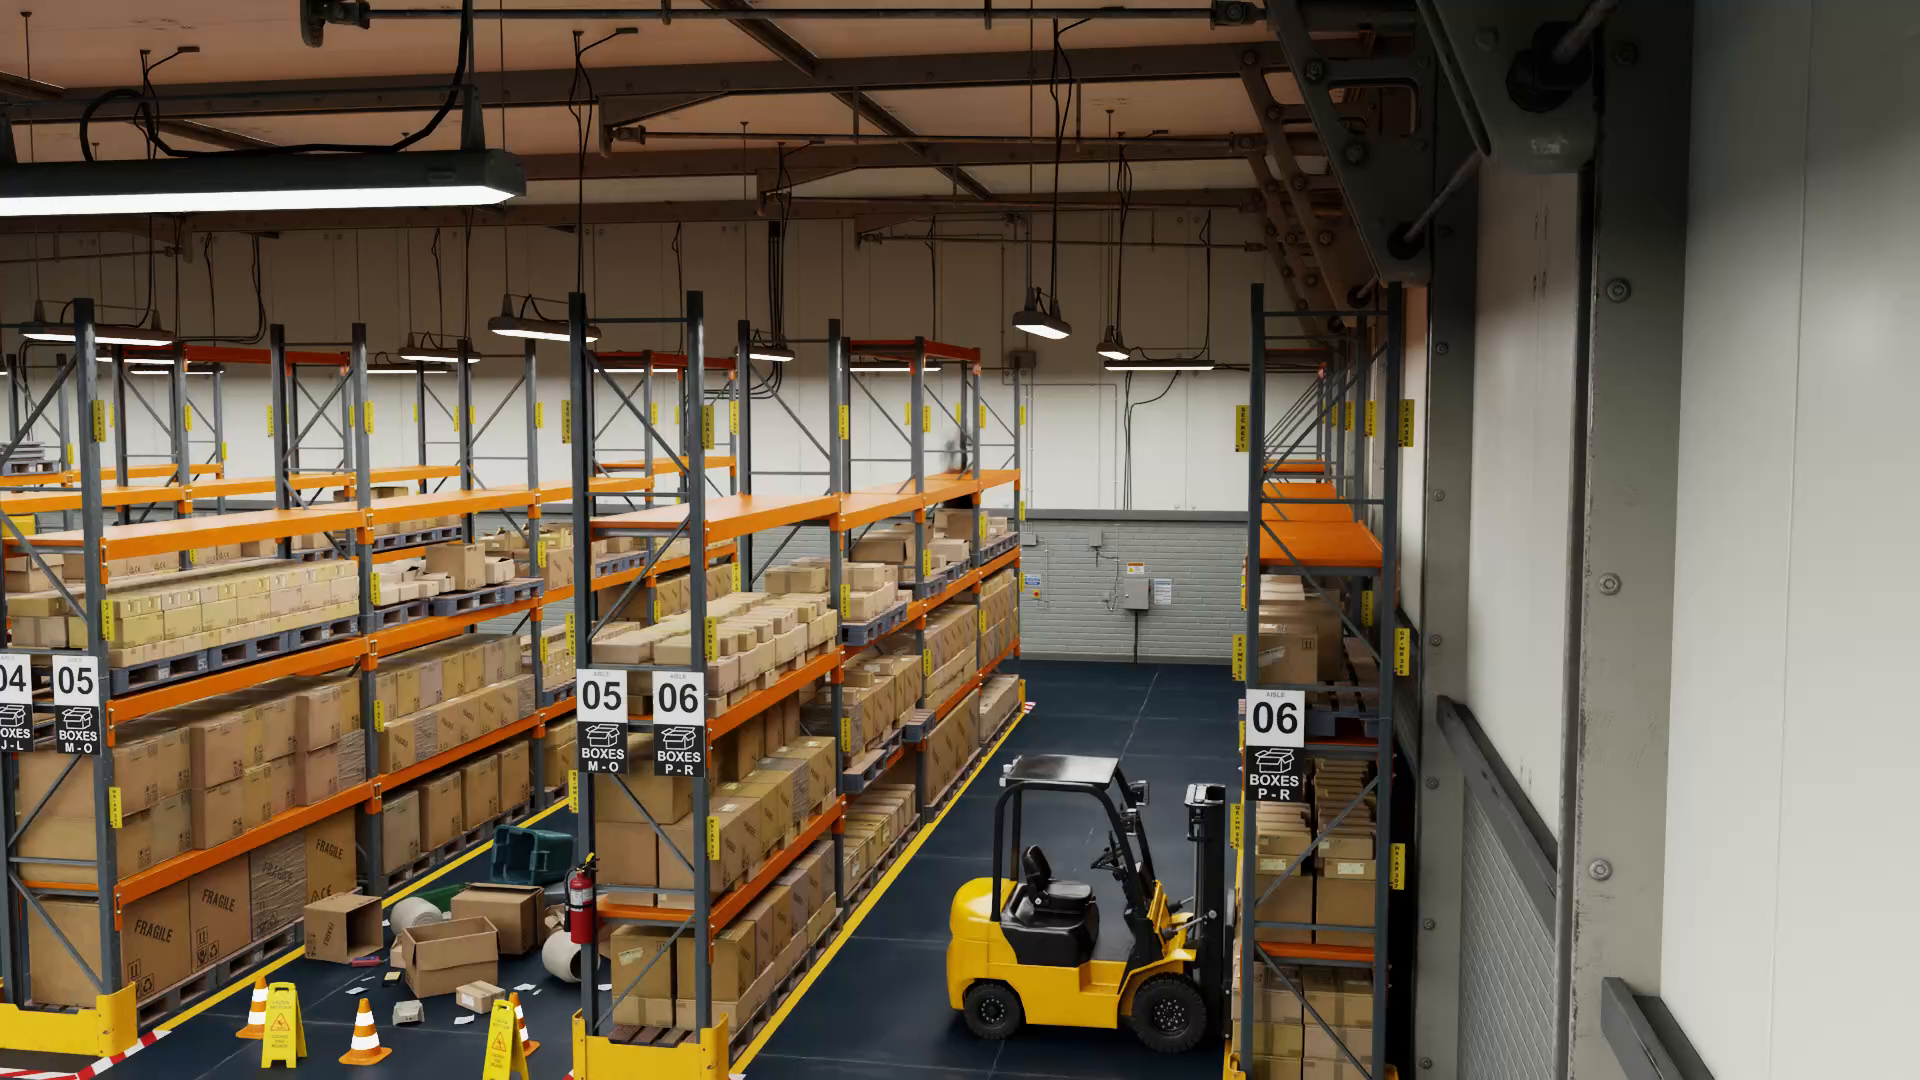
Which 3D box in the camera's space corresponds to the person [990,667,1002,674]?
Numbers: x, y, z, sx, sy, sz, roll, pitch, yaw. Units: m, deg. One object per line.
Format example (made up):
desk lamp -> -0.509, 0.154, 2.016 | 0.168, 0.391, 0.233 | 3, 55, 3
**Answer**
person -> 0.333, 1.907, 29.664 | 0.916, 1.693, 0.710 | 3, 5, 32
